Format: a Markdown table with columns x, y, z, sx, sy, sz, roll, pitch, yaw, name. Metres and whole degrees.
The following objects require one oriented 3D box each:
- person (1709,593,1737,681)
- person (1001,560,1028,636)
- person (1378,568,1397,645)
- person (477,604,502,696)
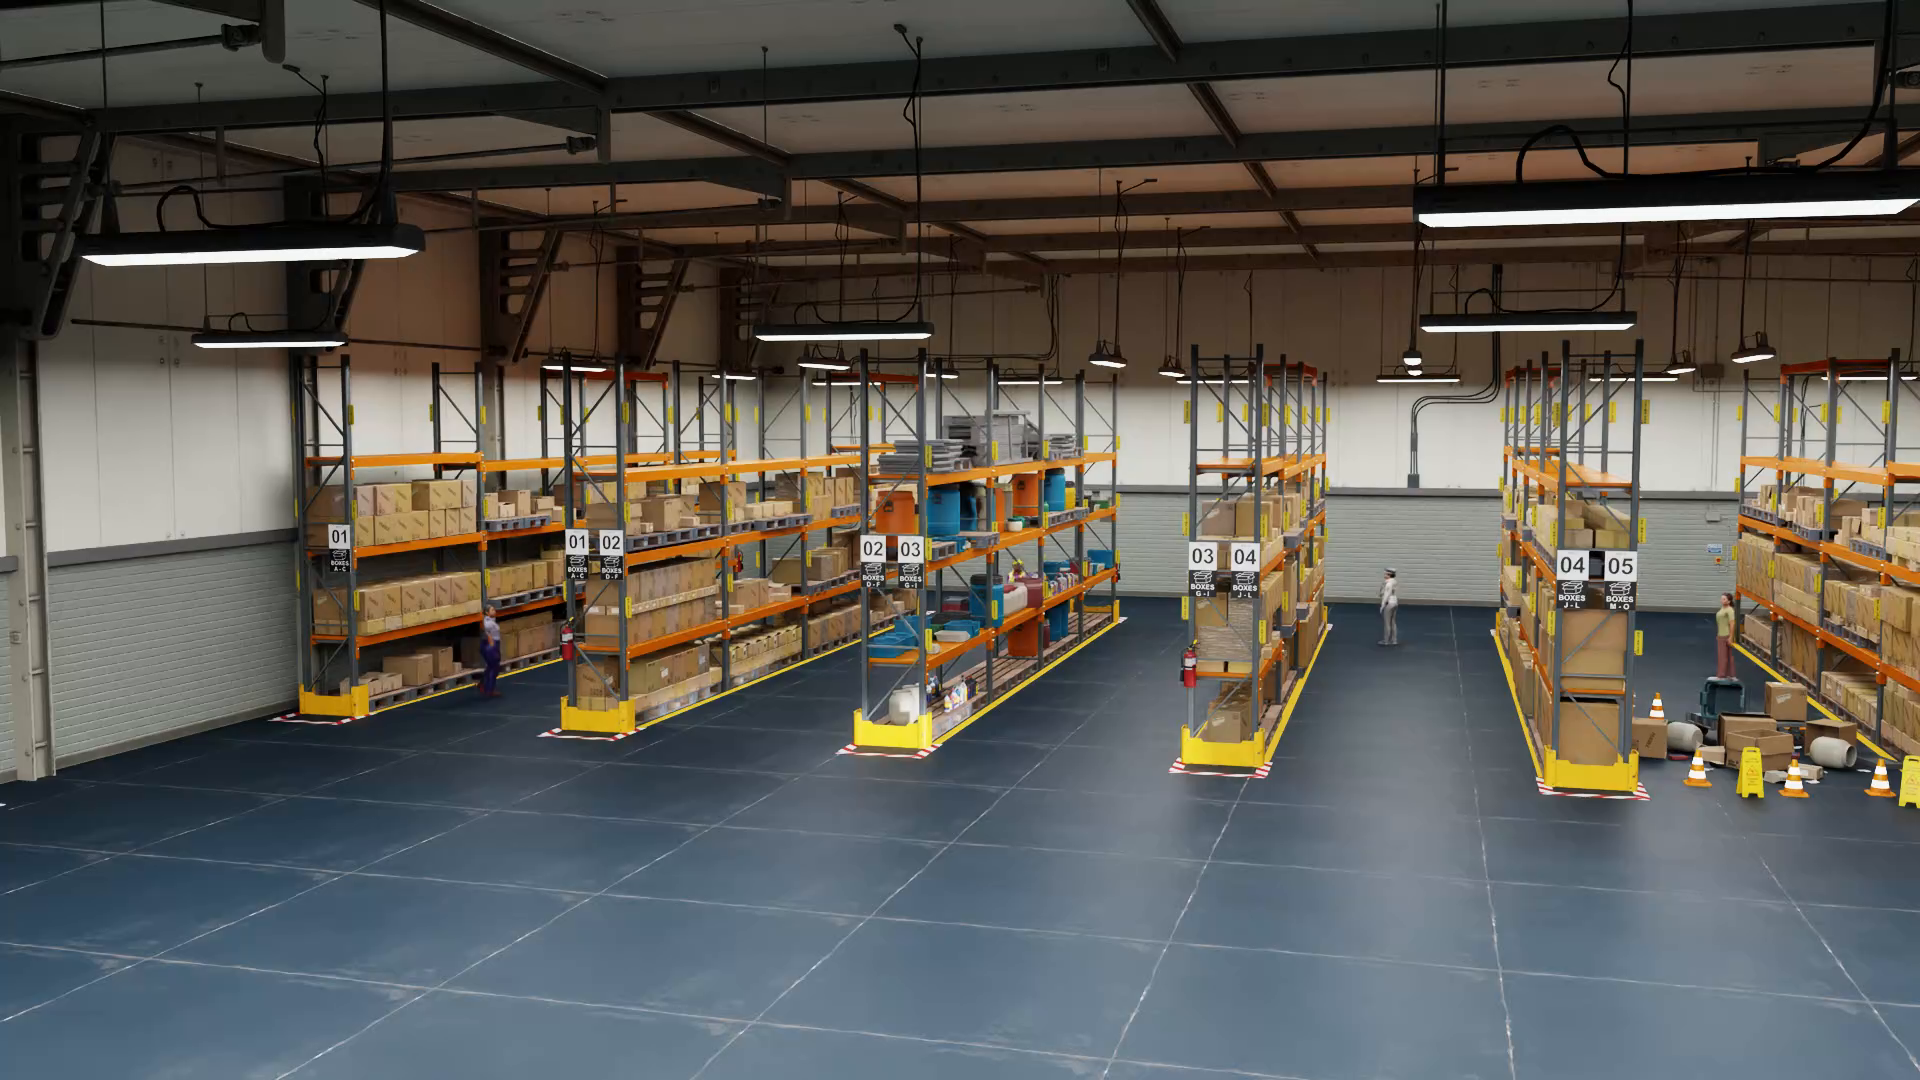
| x | y | z | sx | sy | sz | roll | pitch | yaw | name |
| --- | --- | --- | --- | --- | --- | --- | --- | --- | --- |
| 14.417 | 1.825 | 31.345 | 0.453 | 1.671 | 0.463 | 3 | 5 | 32 | person |
| 1.294 | 1.307 | 37.937 | 0.619 | 1.730 | 1.043 | 3 | 5 | 31 | person |
| 9.318 | 1.444 | 36.207 | 0.381 | 1.692 | 0.500 | 2 | 5 | 29 | person |
| -8.334 | 1.956 | 29.559 | 0.454 | 1.649 | 0.489 | -4 | 6 | -41 | person |
